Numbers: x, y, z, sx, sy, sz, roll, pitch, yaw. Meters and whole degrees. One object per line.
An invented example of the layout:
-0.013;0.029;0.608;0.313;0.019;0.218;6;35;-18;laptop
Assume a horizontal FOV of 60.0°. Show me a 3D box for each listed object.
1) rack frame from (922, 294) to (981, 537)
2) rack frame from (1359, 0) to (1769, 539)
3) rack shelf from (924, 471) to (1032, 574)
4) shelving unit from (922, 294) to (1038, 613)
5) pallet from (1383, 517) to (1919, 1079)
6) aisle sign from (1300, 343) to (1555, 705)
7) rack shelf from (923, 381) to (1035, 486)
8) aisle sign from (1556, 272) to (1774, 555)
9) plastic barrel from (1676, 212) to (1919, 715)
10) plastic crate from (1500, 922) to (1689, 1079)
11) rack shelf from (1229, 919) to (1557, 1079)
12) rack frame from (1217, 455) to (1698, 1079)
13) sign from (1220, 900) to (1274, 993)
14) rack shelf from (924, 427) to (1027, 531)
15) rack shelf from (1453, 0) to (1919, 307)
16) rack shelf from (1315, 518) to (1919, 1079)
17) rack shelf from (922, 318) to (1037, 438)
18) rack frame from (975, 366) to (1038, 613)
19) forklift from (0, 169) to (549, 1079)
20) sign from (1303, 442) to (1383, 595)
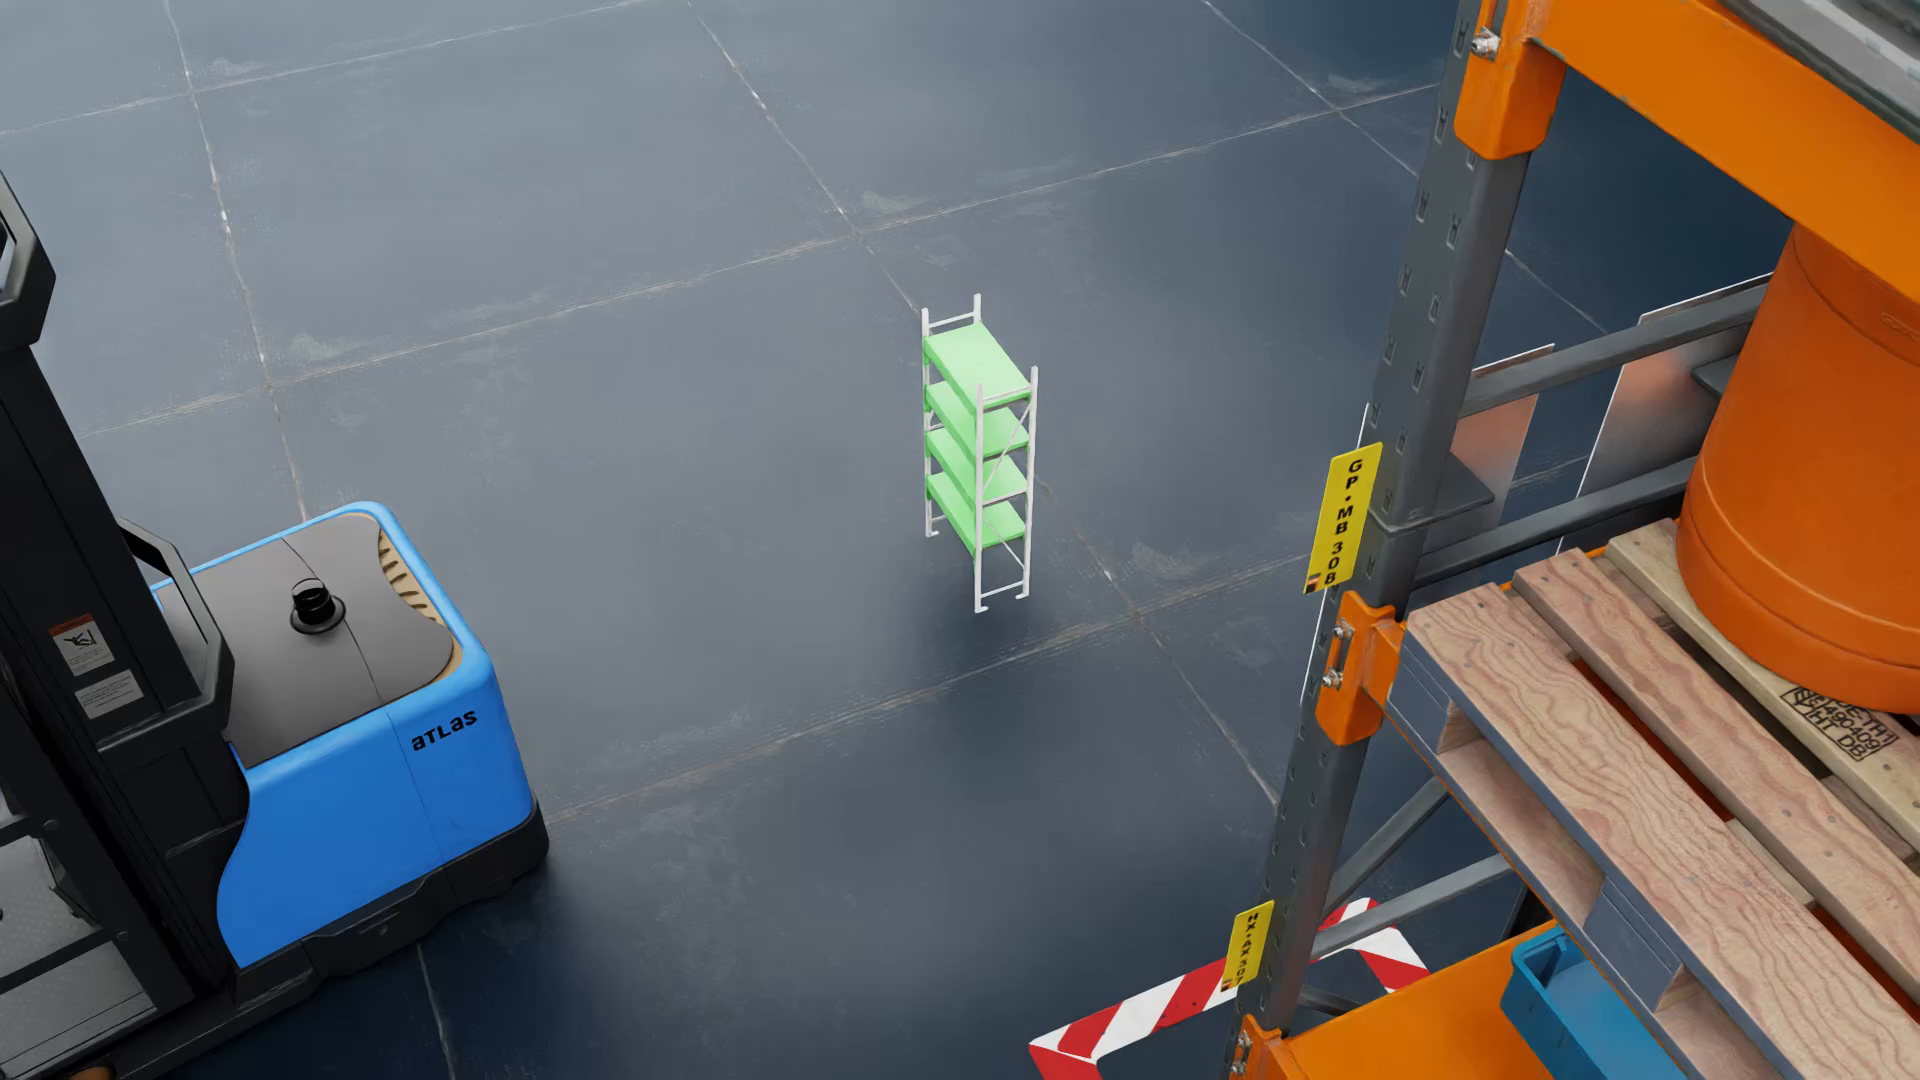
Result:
-0.033;-0.477;6.748;0.240;1.200;0.015;-18;47;-17;rack frame
1.161;-1.257;1.986;1.000;3.000;0.127;-18;47;-17;rack frame
0.070;-0.105;6.804;0.258;0.148;0.480;-18;47;-17;rack shelf
0.070;-0.322;6.591;0.258;1.200;0.503;-18;47;-17;shelving unit
1.420;0.434;2.542;1.003;0.211;1.213;-18;47;-17;pallet
0.865;-0.007;3.139;0.394;0.787;0.004;-18;47;-17;aisle sign
0.070;-0.447;6.467;0.258;0.148;0.480;-18;47;-17;rack shelf
1.401;-0.181;3.315;0.394;0.787;0.004;-18;47;-17;aisle sign
1.481;-0.220;2.465;0.600;0.830;0.708;-18;47;-17;plastic barrel
1.643;1.162;3.912;0.499;0.251;0.616;-18;47;-17;plastic crate
2.002;2.409;3.054;1.077;0.370;4.000;-18;47;-17;rack shelf
1.161;0.878;4.093;1.000;3.000;0.127;-18;47;-17;rack frame
0.660;0.939;3.834;0.100;0.325;0.005;-18;47;-17;sign
0.070;-0.276;6.635;0.258;0.148;0.480;-18;47;-17;rack shelf
2.002;0.416;1.088;1.077;0.370;4.000;-18;47;-17;rack shelf
2.002;1.341;2.001;1.077;0.370;4.000;-18;47;-17;rack shelf
0.070;-0.618;6.298;0.258;0.148;0.480;-18;47;-17;rack shelf
0.172;-0.166;6.433;0.240;1.200;0.015;-18;47;-17;rack frame
-2.956;0.437;4.589;3.031;2.935;1.130;-27;50;-24;forklift
0.660;-0.033;2.875;0.100;0.325;0.005;-18;47;-17;sign
